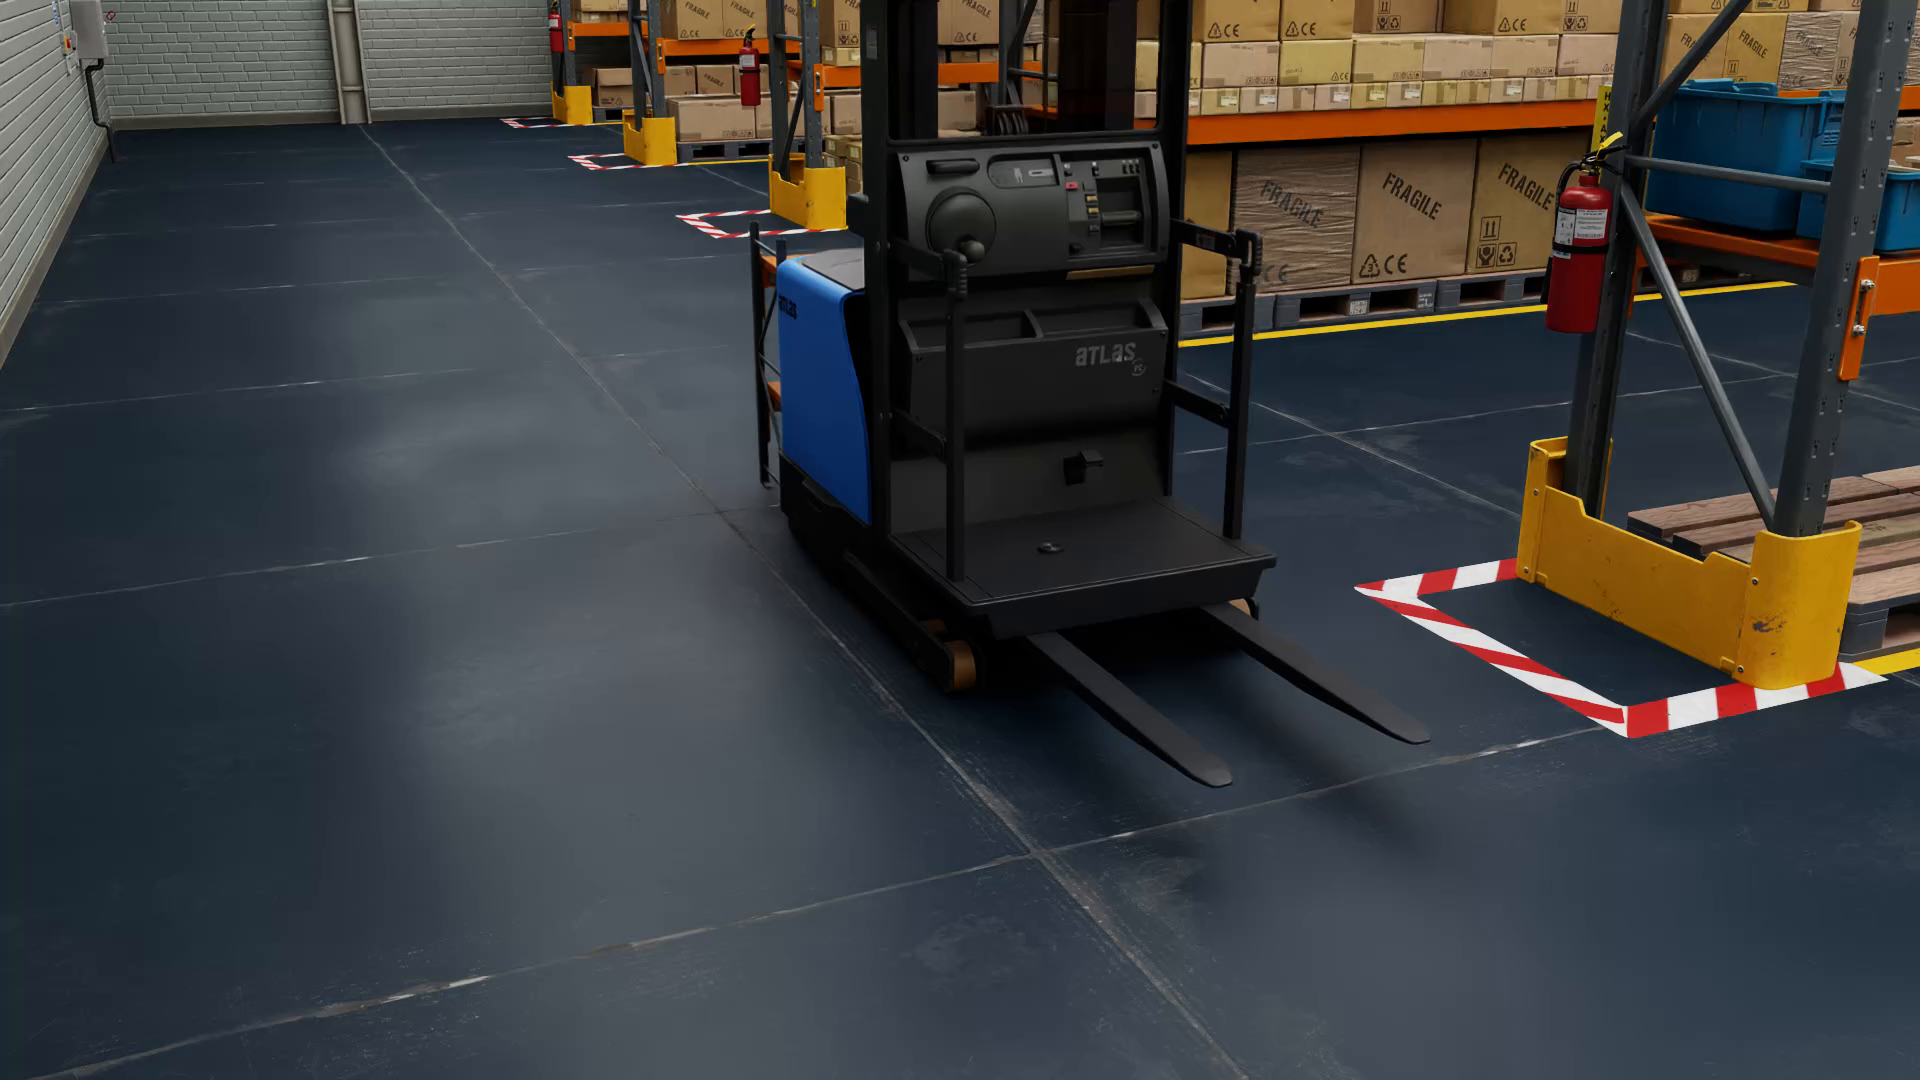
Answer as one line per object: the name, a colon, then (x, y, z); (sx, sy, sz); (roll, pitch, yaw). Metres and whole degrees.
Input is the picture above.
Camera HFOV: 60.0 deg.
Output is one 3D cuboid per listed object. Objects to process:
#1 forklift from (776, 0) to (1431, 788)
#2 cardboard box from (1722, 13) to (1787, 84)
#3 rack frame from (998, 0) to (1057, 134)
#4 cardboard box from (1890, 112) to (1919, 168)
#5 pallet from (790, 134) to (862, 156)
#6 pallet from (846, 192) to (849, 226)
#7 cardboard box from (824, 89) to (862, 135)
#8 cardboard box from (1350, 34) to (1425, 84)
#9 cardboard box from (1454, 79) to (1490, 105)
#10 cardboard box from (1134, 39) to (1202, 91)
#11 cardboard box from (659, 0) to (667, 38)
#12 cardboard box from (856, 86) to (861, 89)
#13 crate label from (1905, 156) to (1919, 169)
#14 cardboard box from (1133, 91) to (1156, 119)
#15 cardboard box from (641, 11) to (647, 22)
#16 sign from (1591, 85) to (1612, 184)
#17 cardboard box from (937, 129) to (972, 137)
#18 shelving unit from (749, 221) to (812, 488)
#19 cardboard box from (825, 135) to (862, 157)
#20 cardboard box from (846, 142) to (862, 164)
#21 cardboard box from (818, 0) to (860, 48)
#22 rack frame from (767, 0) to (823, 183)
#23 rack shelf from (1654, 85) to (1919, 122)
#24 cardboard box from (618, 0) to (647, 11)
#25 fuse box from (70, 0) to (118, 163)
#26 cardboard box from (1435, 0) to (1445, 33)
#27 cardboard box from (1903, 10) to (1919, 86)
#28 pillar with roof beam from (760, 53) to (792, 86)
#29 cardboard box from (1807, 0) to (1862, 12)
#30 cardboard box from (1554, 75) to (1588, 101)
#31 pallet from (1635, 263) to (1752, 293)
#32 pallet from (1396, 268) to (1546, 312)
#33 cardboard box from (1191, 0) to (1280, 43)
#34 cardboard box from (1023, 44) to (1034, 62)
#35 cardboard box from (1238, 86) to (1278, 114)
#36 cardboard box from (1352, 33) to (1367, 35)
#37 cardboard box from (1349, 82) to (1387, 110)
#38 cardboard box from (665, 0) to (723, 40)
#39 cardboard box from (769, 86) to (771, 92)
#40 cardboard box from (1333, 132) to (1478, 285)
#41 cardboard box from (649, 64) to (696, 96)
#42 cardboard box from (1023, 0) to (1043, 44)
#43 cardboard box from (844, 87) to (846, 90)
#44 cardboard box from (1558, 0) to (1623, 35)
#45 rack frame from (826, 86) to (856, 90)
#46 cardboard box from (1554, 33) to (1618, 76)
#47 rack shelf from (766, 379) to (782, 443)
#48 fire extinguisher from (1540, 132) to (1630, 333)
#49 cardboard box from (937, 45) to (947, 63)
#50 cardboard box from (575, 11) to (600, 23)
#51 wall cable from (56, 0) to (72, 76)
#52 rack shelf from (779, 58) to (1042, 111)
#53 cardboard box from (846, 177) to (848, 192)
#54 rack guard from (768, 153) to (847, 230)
forklift: (0.333, -1.067, 5.138); (1.130, 2.935, 3.031); (-8, 21, -22)
cardboard box: (5.136, -3.281, 11.174); (0.500, 0.500, 0.500); (-8, 21, -22)
rack frame: (0.480, -2.657, 9.552); (0.127, 3.000, 1.000); (-8, 21, -22)
cardboard box: (6.362, -2.706, 12.258); (0.875, 0.875, 1.225); (-8, 21, -22)
pallet: (-1.623, -4.652, 19.417); (1.213, 0.211, 1.003); (-8, 21, -22)
pallet: (-0.562, -2.974, 14.650); (1.213, 0.211, 1.003); (-8, 21, -22)
cardboard box: (-1.213, -5.027, 19.508); (0.875, 0.438, 0.875); (-9, 21, -24)
cardboard box: (2.442, -2.913, 10.057); (0.500, 0.250, 0.500); (-9, 21, -23)
cardboard box: (3.058, -2.789, 10.306); (0.250, 0.149, 0.380); (-8, 21, -21)
cardboard box: (1.028, -2.707, 9.473); (0.500, 0.250, 0.500); (-9, 21, -23)
cardboard box: (-3.107, -5.870, 18.528); (0.500, 0.500, 0.500); (-8, 21, -22)
cardboard box: (-1.209, -6.733, 24.258); (0.500, 0.500, 0.500); (-7, 21, -20)
crate label: (3.637, -1.291, 5.978); (0.243, 0.136, 0.396); (-8, 21, -22)
cardboard box: (0.937, -2.485, 9.440); (0.250, 0.149, 0.380); (-8, 21, -21)
cardboard box: (-4.305, -7.141, 22.664); (0.250, 0.149, 0.380); (-7, 21, -20)
sign: (2.209, -1.389, 5.705); (0.005, 0.325, 0.100); (-8, 21, -22)
cardboard box: (-0.078, -3.619, 15.049); (0.250, 0.149, 0.380); (-7, 21, -20)
shelving unit: (-0.295, -0.768, 7.010); (1.048, 1.125, 0.538); (-7, 21, -19)
cardboard box: (-1.006, -3.464, 14.608); (0.250, 0.149, 0.380); (-8, 21, -21)
cardboard box: (-0.776, -3.282, 14.092); (0.250, 0.149, 0.380); (-9, 21, -24)
cardboard box: (-0.870, -4.345, 13.748); (0.500, 0.500, 0.500); (-7, 21, -19)
rack frame: (-1.392, -4.183, 13.885); (0.127, 3.000, 1.000); (-8, 21, -22)
rack shelf: (5.989, -3.107, 11.913); (4.000, 0.370, 1.077); (-8, 21, -22)
cardboard box: (-4.429, -7.306, 22.533); (0.500, 0.250, 0.500); (-8, 21, -21)
fuse box: (-9.312, -4.982, 18.096); (0.414, 1.711, 0.539); (-8, 21, -22)
cardboard box: (3.157, -3.559, 10.763); (0.500, 0.500, 0.500); (-8, 21, -22)
cardboard box: (6.535, -3.483, 11.747); (0.500, 0.500, 0.500); (-9, 21, -24)
pillar with roof beam: (-1.033, -9.419, 19.723); (0.400, 9.000, 9.100); (-8, 21, -22)
cardboard box: (5.935, -3.963, 11.601); (0.637, 0.503, 0.797); (-7, 21, -20)
cardboard box: (3.766, -2.891, 10.594); (0.250, 0.149, 0.380); (-8, 21, -21)
pallet: (4.832, -1.992, 11.863); (1.213, 0.211, 1.003); (-8, 21, -22)
pallet: (3.424, -1.792, 11.293); (1.213, 0.211, 1.003); (-8, 21, -22)
cardboard box: (1.487, -3.127, 9.535); (0.500, 0.500, 0.500); (-9, 21, -23)
cardboard box: (0.448, -4.228, 14.391); (0.250, 0.149, 0.380); (-7, 21, -20)
cardboard box: (1.646, -2.587, 9.732); (0.250, 0.149, 0.380); (-8, 21, -23)
cardboard box: (2.230, -3.075, 10.516); (0.500, 0.250, 0.500); (-8, 21, -22)
cardboard box: (2.349, -2.687, 10.016); (0.250, 0.149, 0.380); (-9, 21, -23)
cardboard box: (-2.891, -5.702, 18.049); (0.500, 0.500, 0.500); (-8, 21, -22)
cardboard box: (-2.840, -6.500, 24.126); (0.250, 0.149, 0.380); (-8, 21, -23)
cardboard box: (2.689, -2.198, 10.816); (0.875, 0.875, 0.875); (-8, 21, -22)
cardboard box: (-4.015, -6.363, 23.210); (0.500, 0.500, 0.700); (-7, 21, -20)
cardboard box: (0.532, -4.553, 14.338); (0.500, 0.500, 0.500); (-9, 21, -23)
cardboard box: (-1.408, -6.892, 24.712); (0.500, 0.500, 0.500); (-8, 21, -22)
cardboard box: (3.837, -3.465, 10.494); (0.500, 0.500, 0.500); (-8, 21, -20)
rack frame: (-1.742, -7.719, 23.927); (0.127, 3.000, 1.000); (-8, 21, -22)
cardboard box: (3.852, -3.115, 10.630); (0.500, 0.250, 0.500); (-9, 21, -23)
rack shelf: (-0.295, -0.538, 7.092); (1.000, 0.278, 0.538); (-7, 21, -19)
fire extinguisher: (2.124, -1.053, 5.674); (0.183, 0.674, 0.296); (-8, 21, -22)
cardboard box: (-0.295, -4.148, 14.165); (0.250, 0.149, 0.380); (-7, 21, -19)
cardboard box: (-5.004, -7.033, 22.359); (0.250, 0.149, 0.380); (-8, 21, -22)
wall cable: (-8.613, -5.424, 15.834); (0.123, 1.953, 0.585); (-8, 21, -22)
rack shelf: (0.445, -4.107, 14.752); (4.000, 0.370, 1.077); (-8, 21, -22)
cardboard box: (-0.991, -3.169, 14.666); (0.250, 0.149, 0.380); (-8, 21, -21)
rack guard: (-1.322, -3.014, 14.329); (0.348, 0.500, 1.175); (-8, 21, -22)
